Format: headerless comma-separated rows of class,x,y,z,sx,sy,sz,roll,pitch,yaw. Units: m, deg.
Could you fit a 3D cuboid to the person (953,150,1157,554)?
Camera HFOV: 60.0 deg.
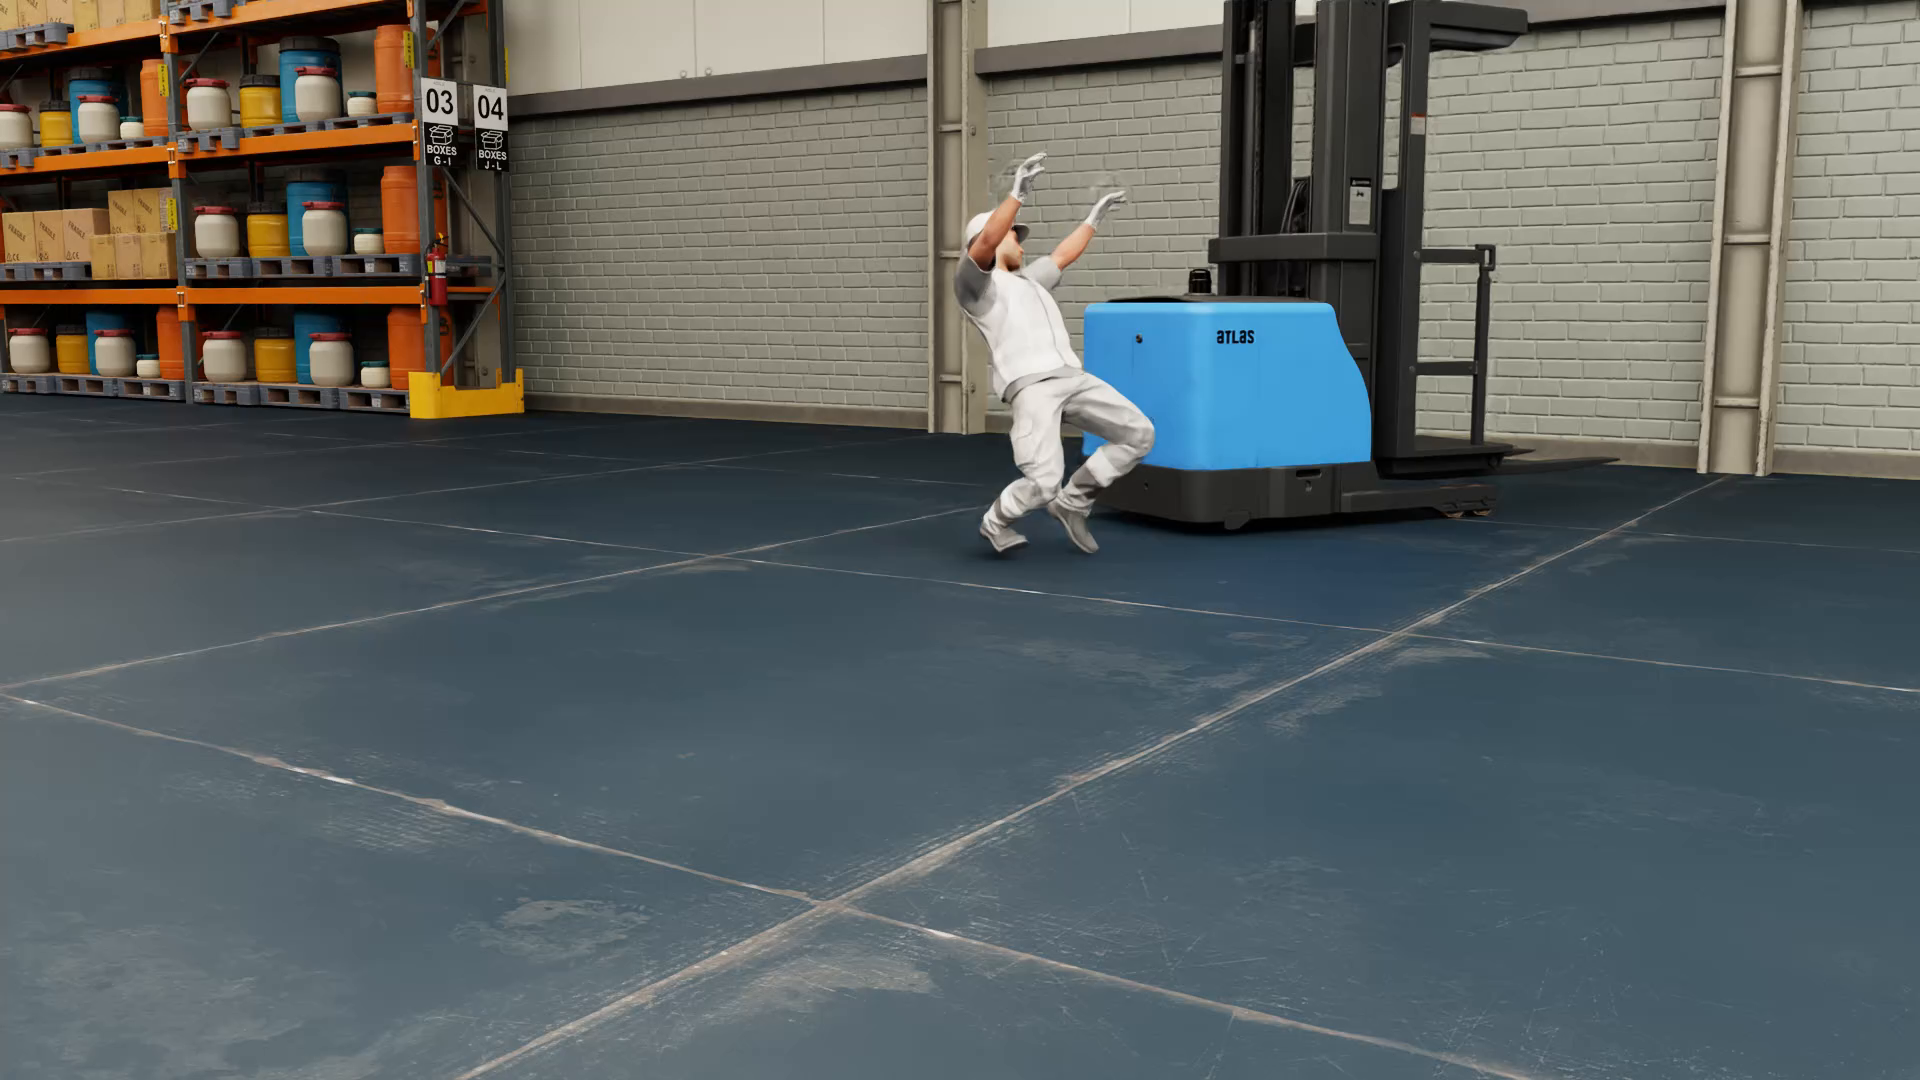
person,0.419,-0.765,7.081,0.804,1.676,1.051,7,11,41

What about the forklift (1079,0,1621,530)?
forklift,2.153,-1.619,8.576,3.031,2.935,1.130,-4,9,-28
